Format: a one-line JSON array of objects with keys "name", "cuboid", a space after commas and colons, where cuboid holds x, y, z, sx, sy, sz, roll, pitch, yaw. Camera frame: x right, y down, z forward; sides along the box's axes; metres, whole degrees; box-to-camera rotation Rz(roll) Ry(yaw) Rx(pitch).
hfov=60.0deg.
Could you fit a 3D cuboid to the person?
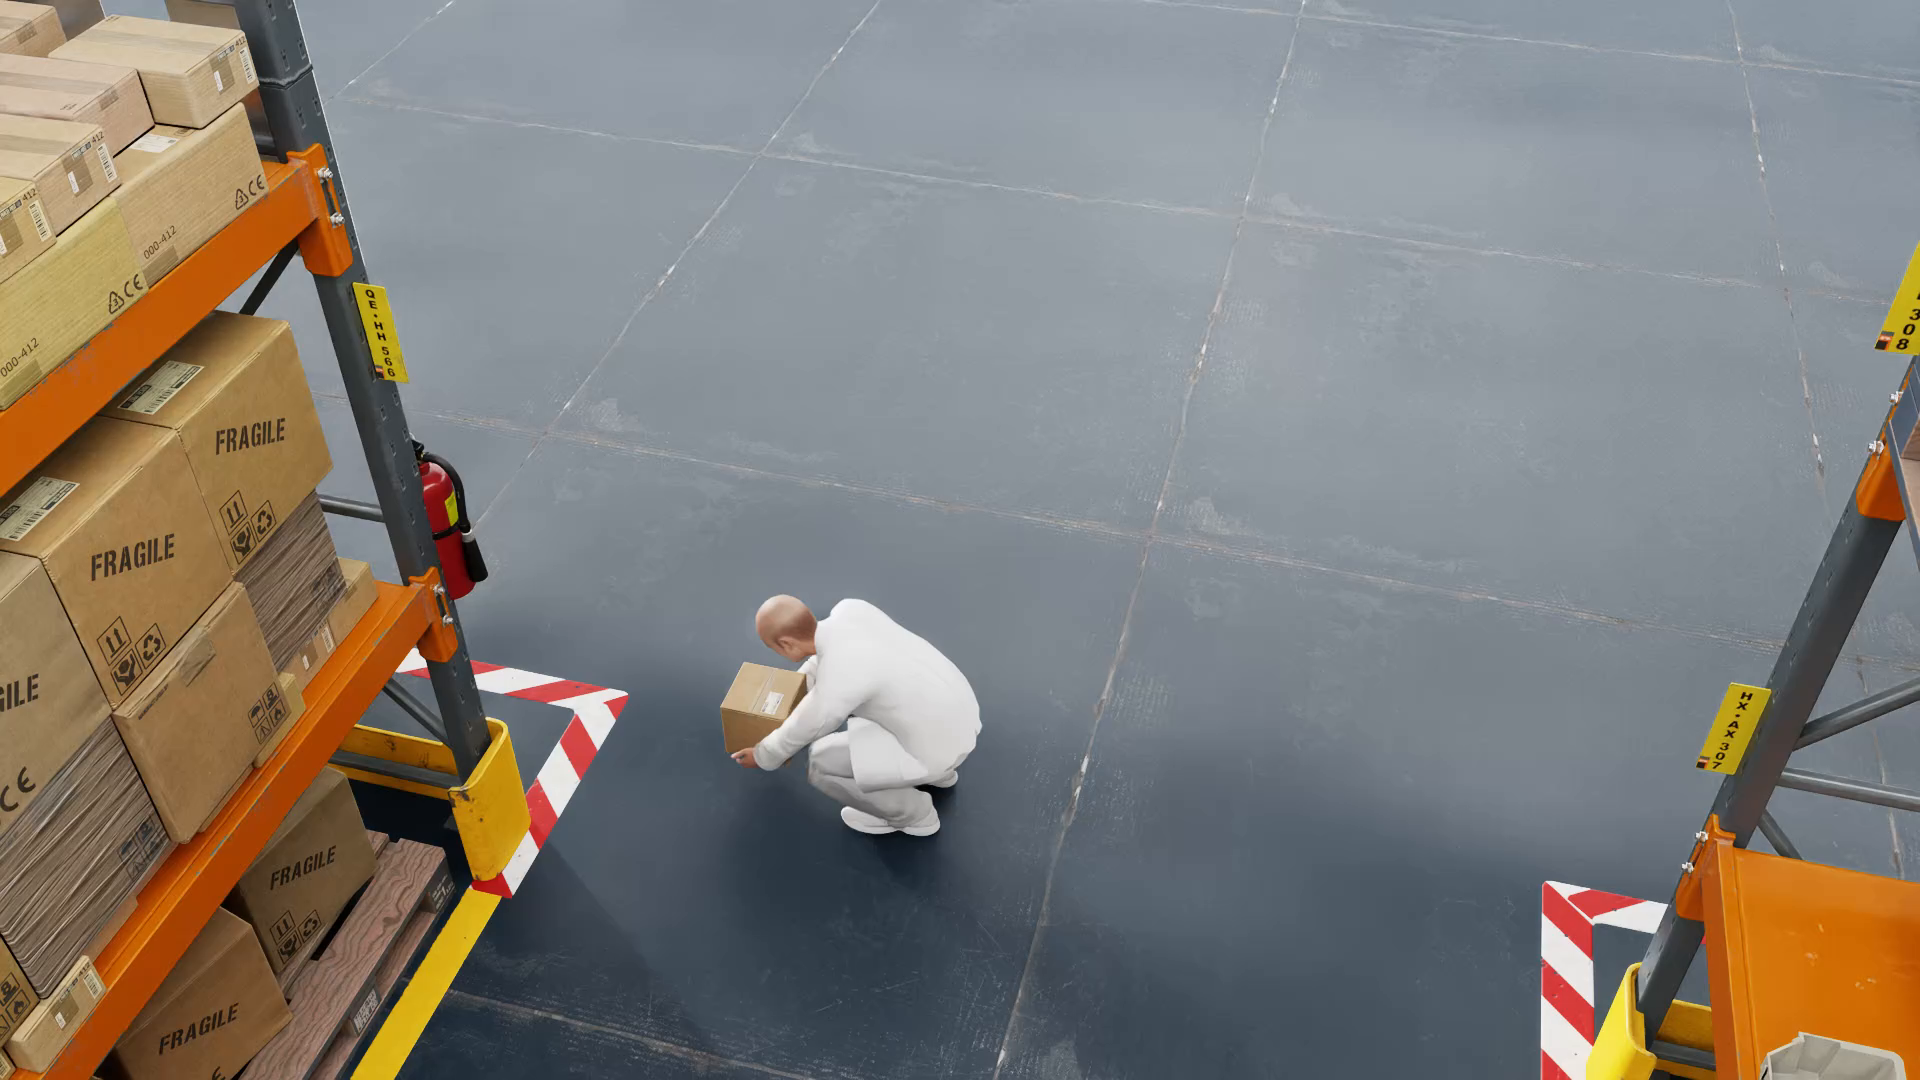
[{"name": "person", "cuboid": [-0.378, 0.595, 6.080, 0.917, 0.994, 0.604, 10, 41, 11]}]
